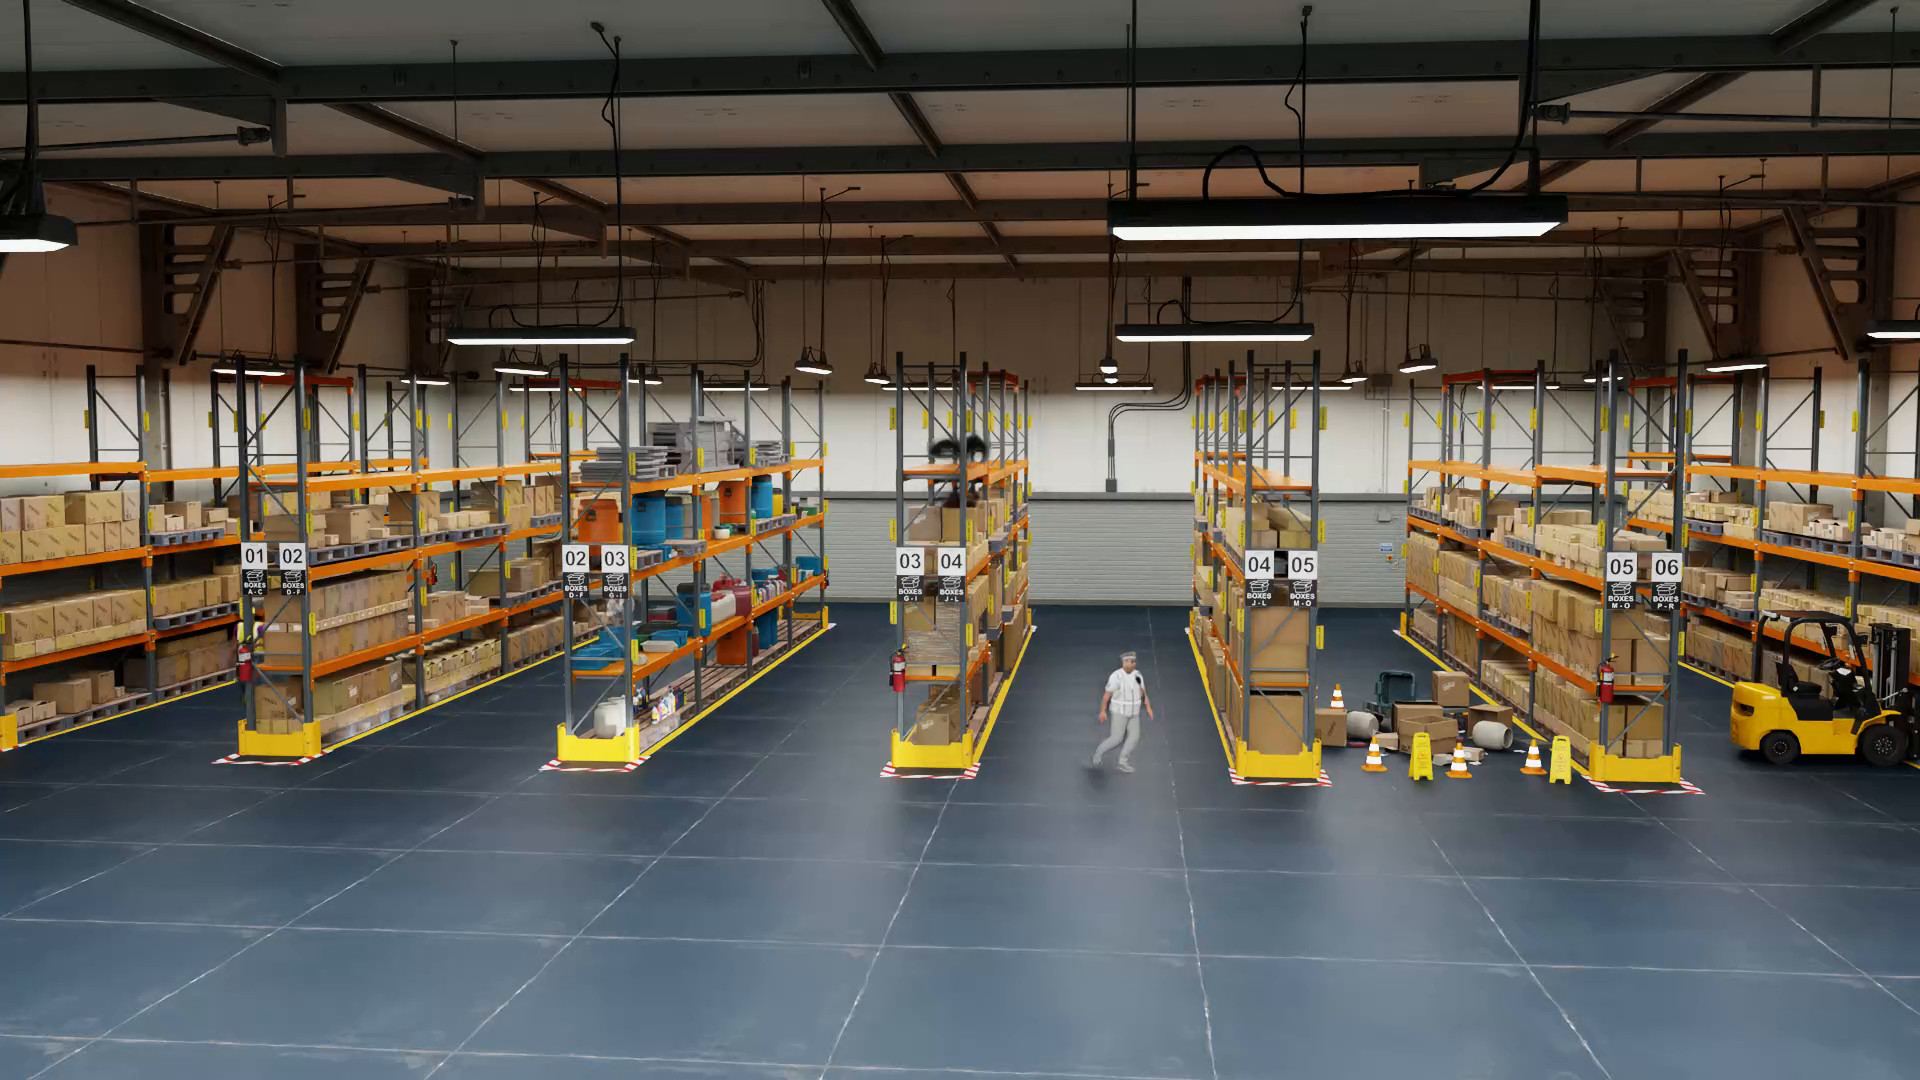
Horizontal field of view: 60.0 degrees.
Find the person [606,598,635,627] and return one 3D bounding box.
[{"bbox_3d":[-7.304,1.725,35.826,0.611,1.309,0.835,-1,4,-11],"label":"person"}]

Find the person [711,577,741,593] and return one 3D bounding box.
[{"bbox_3d":[-5.332,1.117,37.723,0.663,0.640,0.508,1,4,13],"label":"person"}]

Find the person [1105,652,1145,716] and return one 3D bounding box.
[{"bbox_3d":[2.374,2.030,23.733,0.586,0.901,0.407,-2,5,-30],"label":"person"}]

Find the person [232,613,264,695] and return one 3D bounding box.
[{"bbox_3d":[-12.499,2.012,29.256,0.695,1.617,0.673,0,4,-4],"label":"person"}]
